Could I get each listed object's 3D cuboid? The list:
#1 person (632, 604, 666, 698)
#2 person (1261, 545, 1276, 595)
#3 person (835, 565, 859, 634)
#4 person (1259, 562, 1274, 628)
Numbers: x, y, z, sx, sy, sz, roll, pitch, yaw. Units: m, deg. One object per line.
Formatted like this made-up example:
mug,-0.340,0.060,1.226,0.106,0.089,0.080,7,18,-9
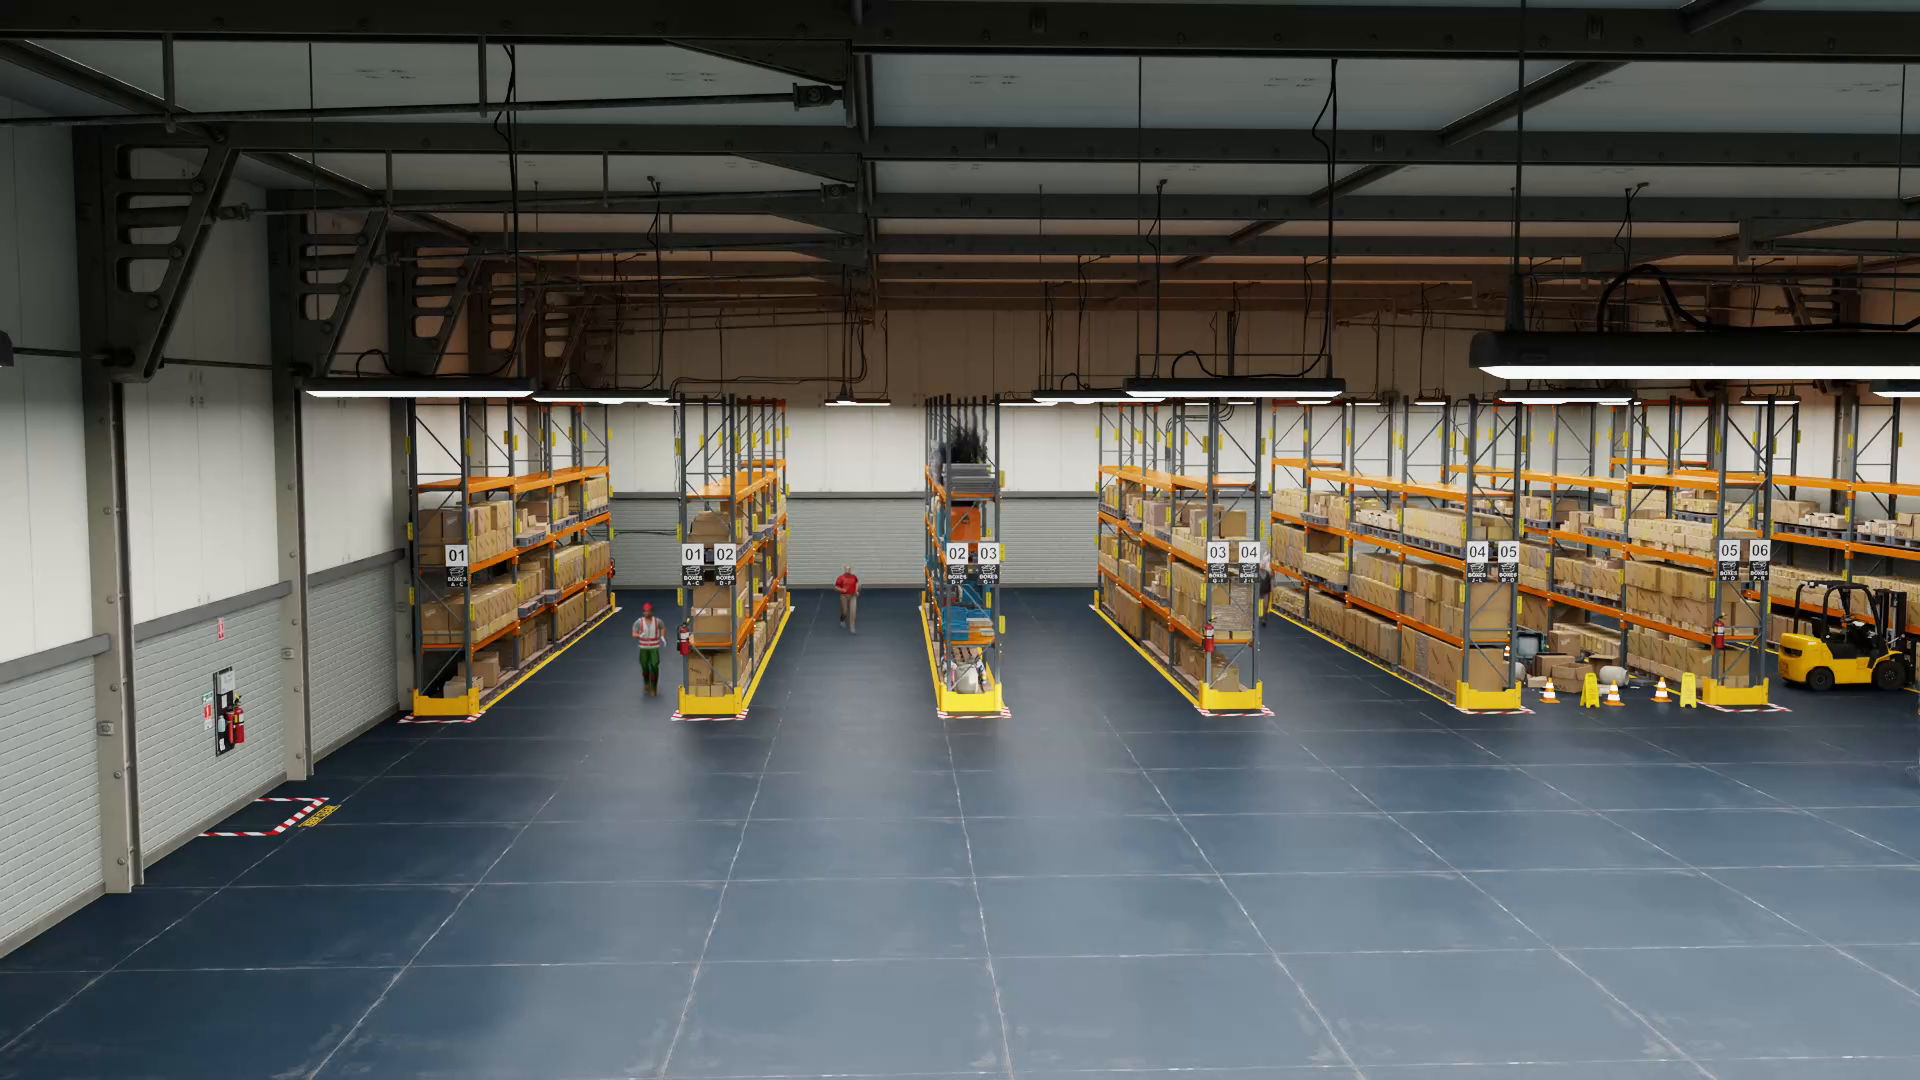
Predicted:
person,-6.212,2.187,33.243,0.654,1.834,0.855,-1,5,-8
person,9.083,1.005,48.838,0.750,1.806,0.771,-2,5,-19
person,-2.865,1.505,42.525,0.664,1.720,0.954,-1,5,-18
person,7.964,1.424,43.845,0.669,1.720,0.821,0,5,-4
